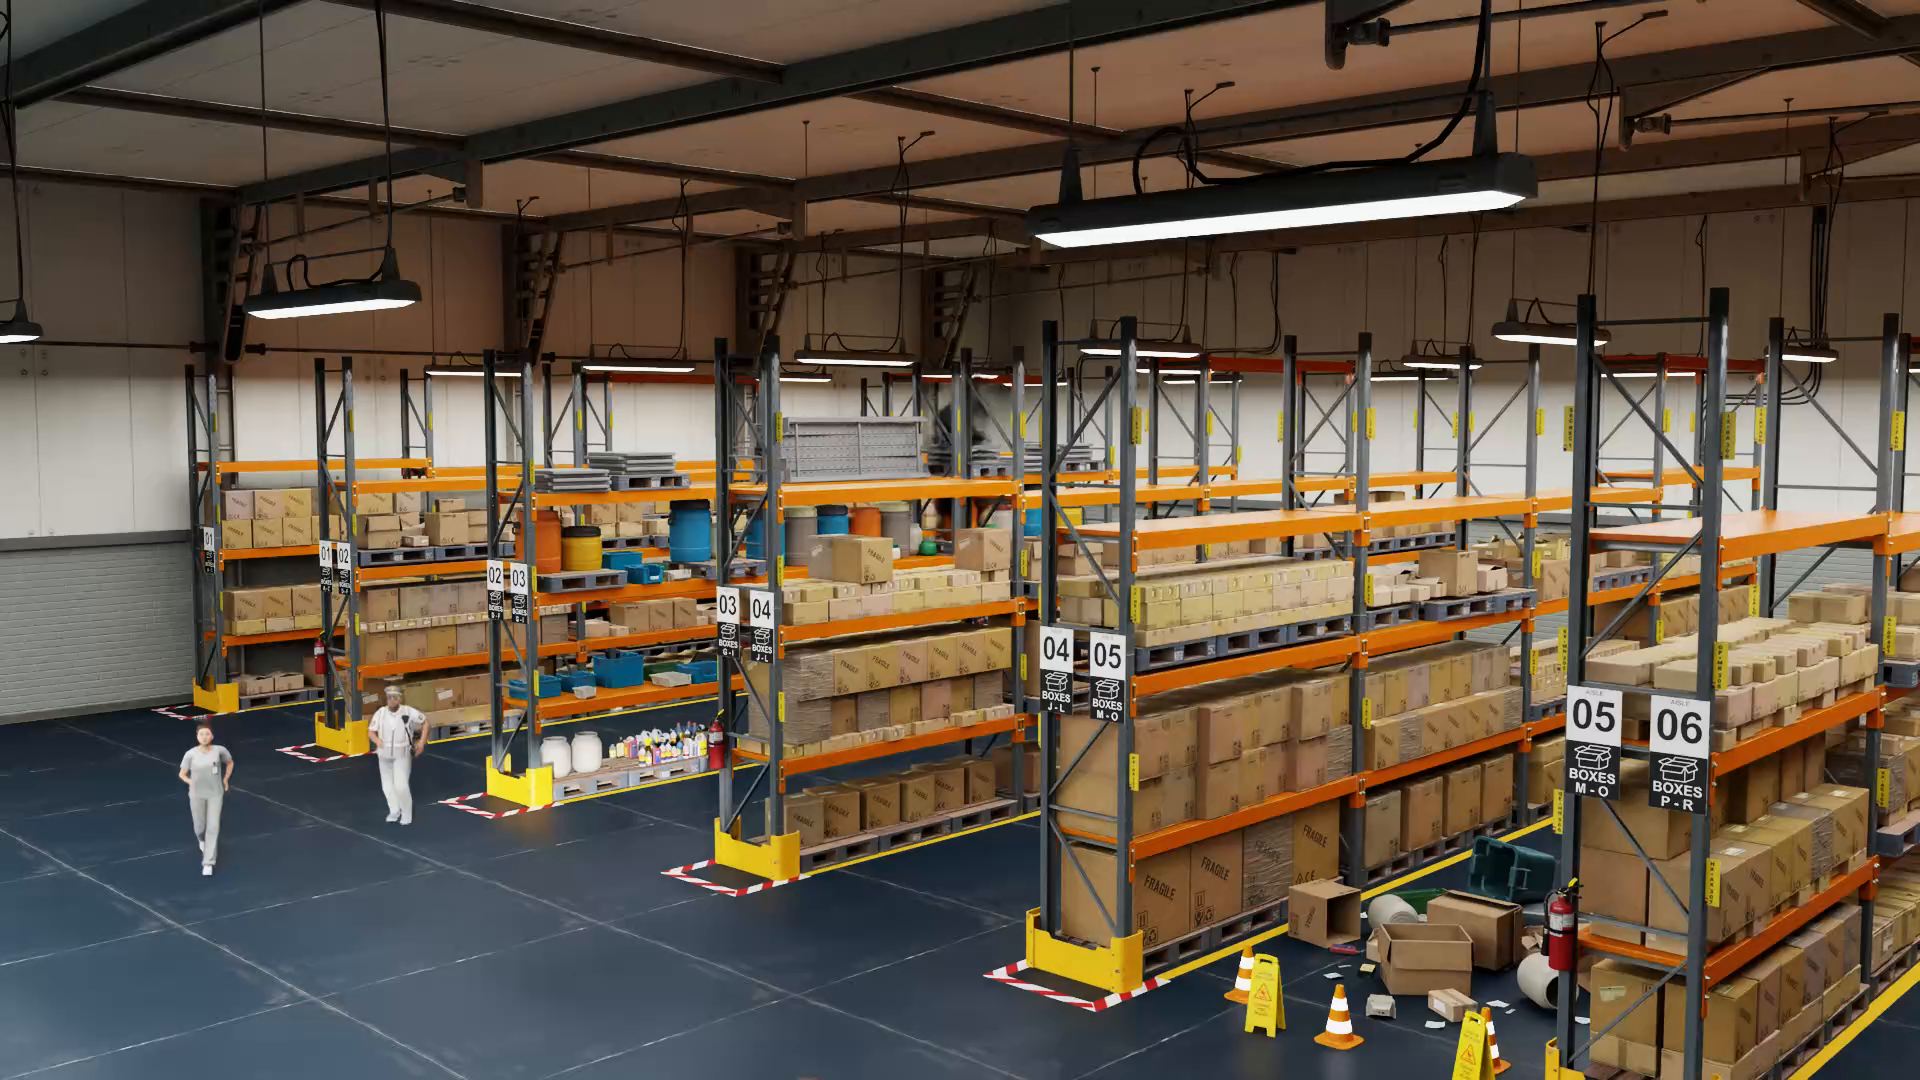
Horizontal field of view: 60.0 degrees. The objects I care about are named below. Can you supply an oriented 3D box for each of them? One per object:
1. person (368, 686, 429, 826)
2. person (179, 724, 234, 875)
[{"bbox_3d":[-7.043,2.711,20.799,0.687,1.810,0.704,0,4,-5],"label":"person"},{"bbox_3d":[-8.495,2.890,18.771,0.570,1.645,0.924,-2,5,-24],"label":"person"}]
